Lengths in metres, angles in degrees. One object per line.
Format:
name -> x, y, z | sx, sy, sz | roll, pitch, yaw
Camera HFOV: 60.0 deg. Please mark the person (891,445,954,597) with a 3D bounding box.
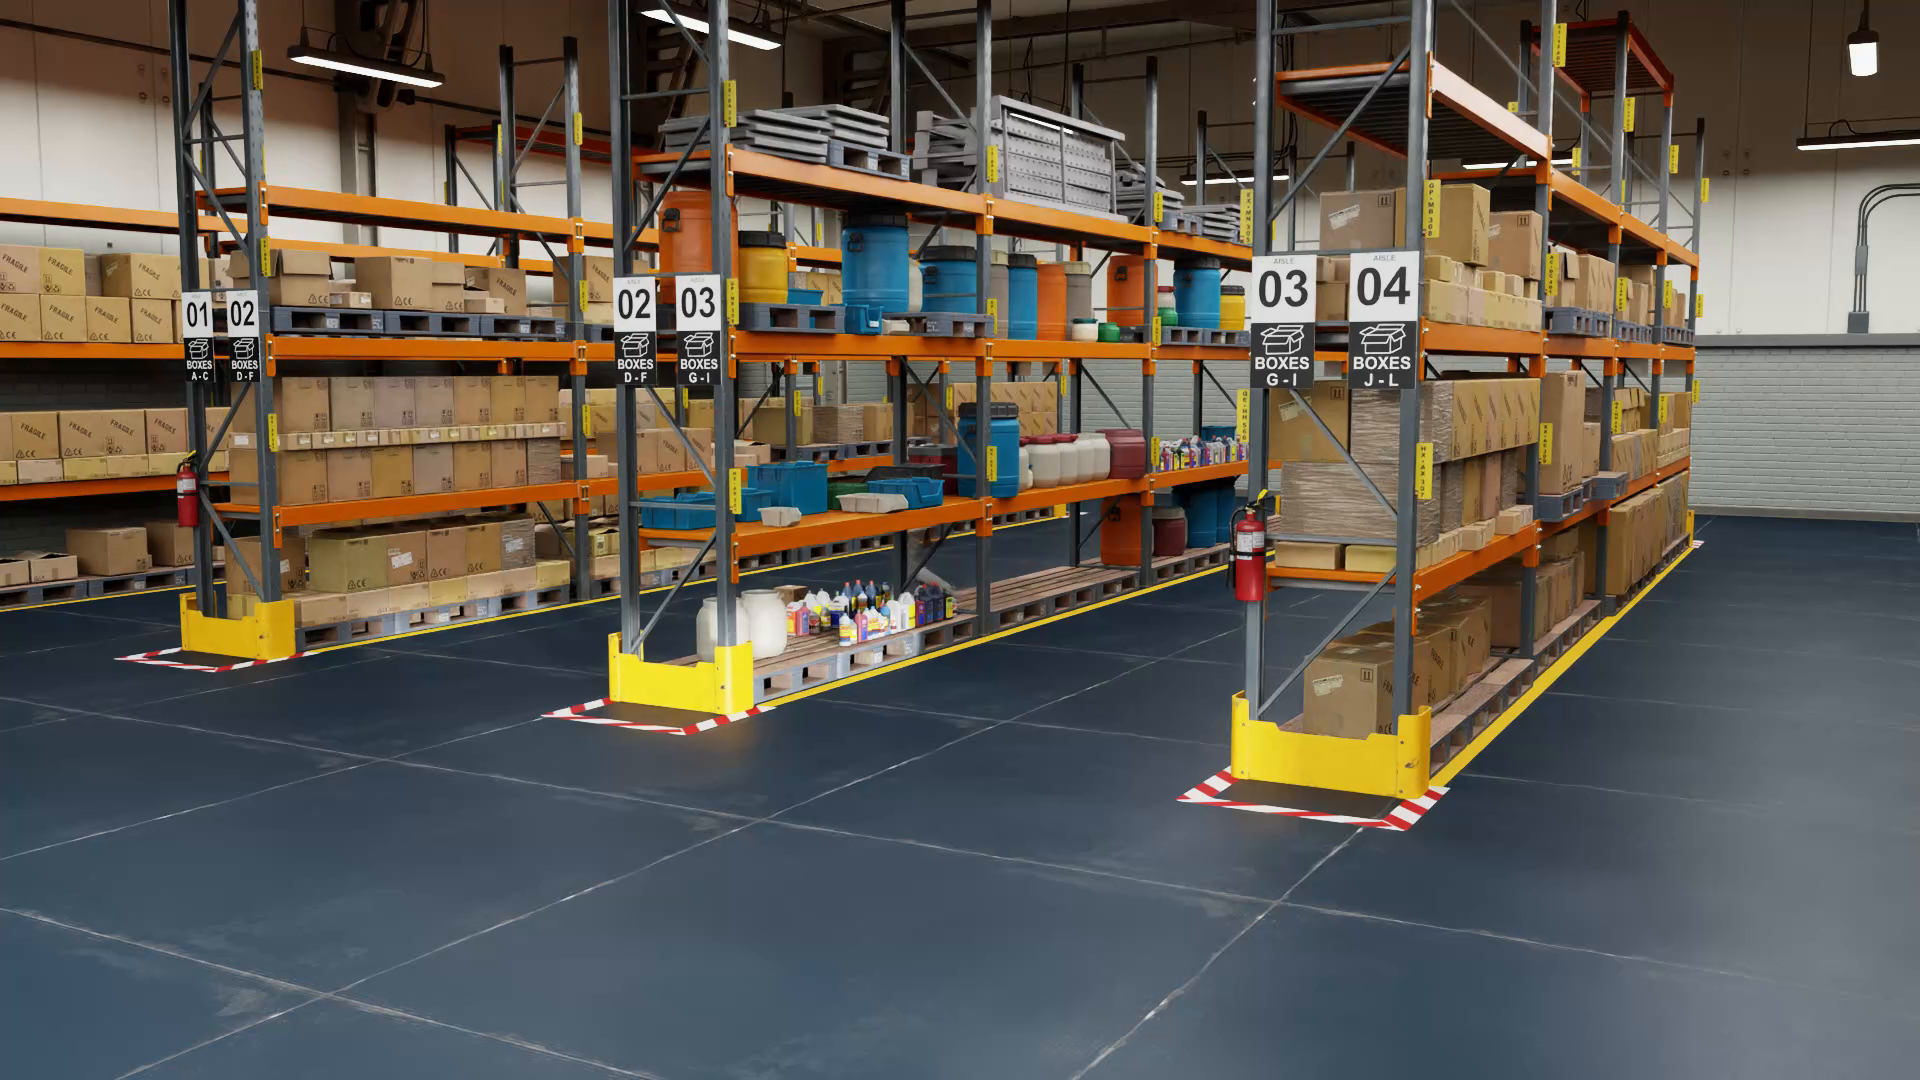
person -> -0.485, -0.097, 17.051 | 0.957, 1.742, 0.583 | 2, 6, 21
